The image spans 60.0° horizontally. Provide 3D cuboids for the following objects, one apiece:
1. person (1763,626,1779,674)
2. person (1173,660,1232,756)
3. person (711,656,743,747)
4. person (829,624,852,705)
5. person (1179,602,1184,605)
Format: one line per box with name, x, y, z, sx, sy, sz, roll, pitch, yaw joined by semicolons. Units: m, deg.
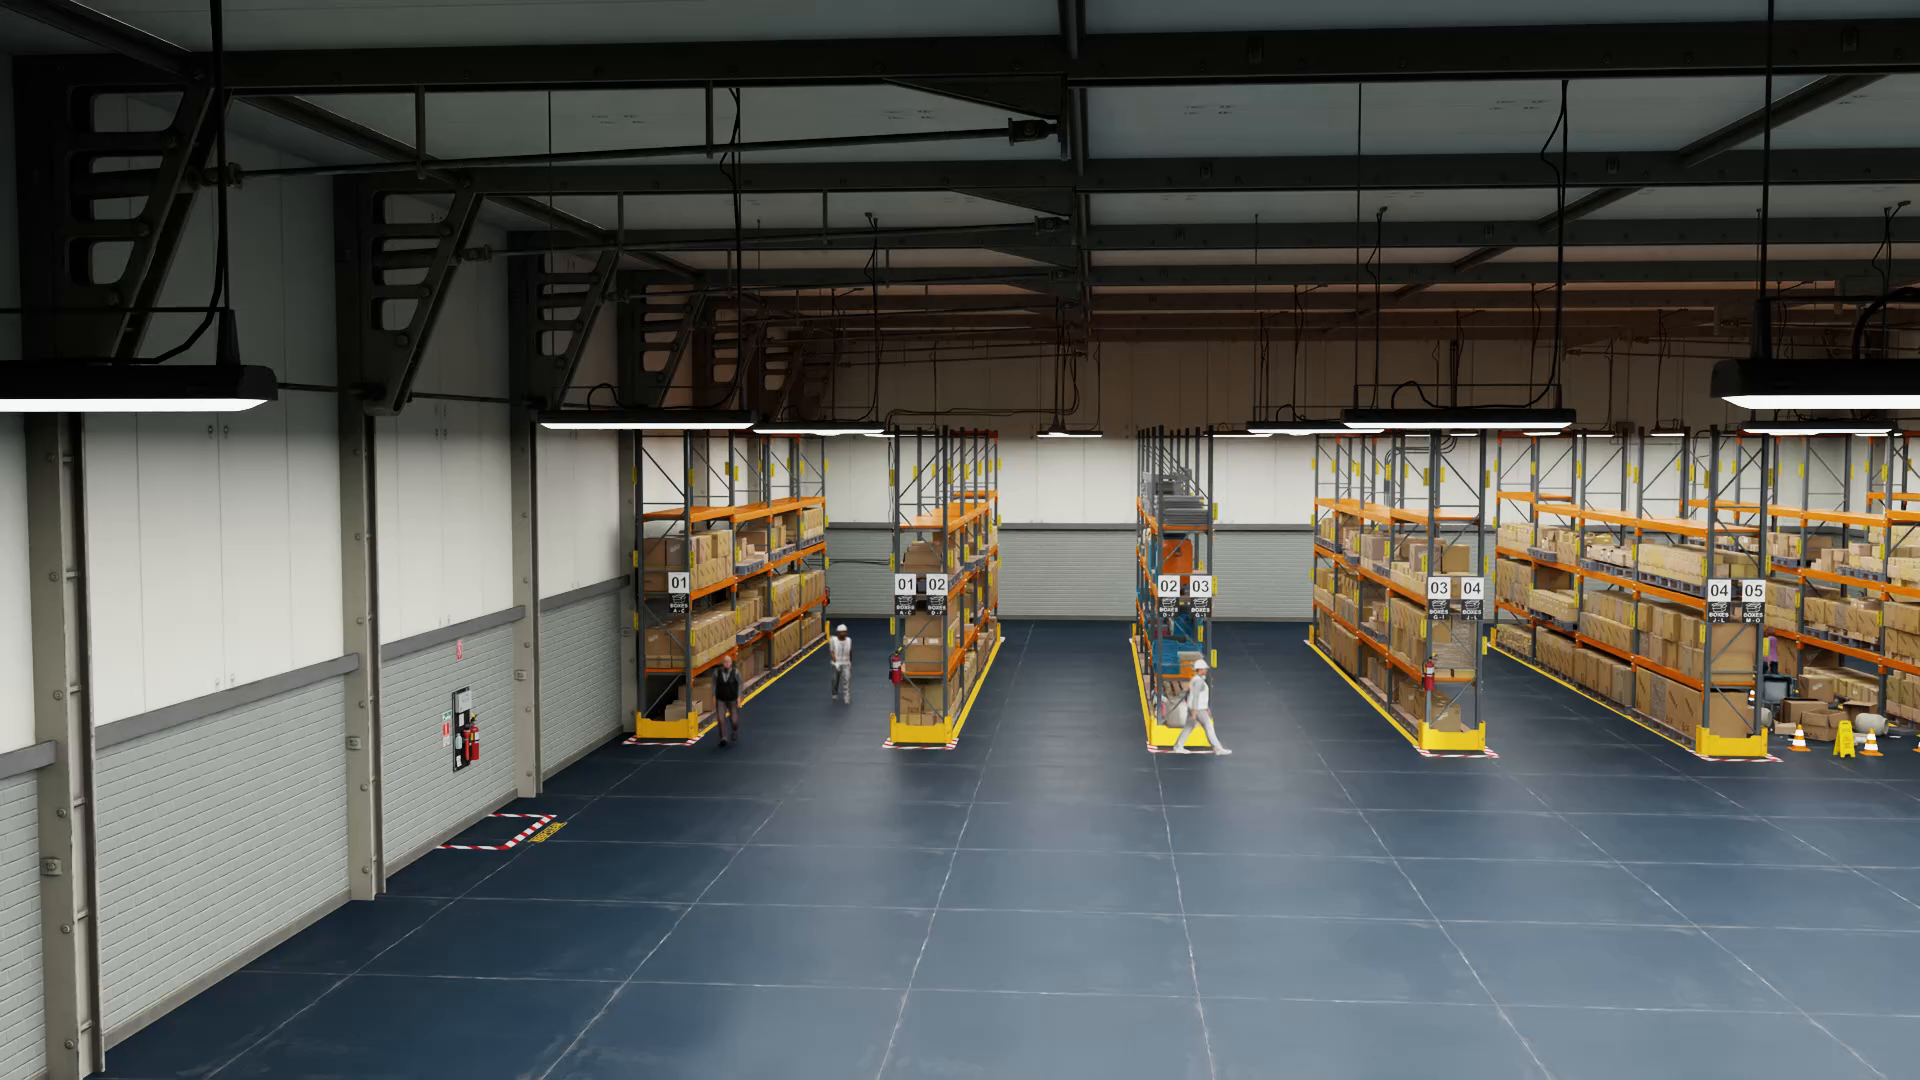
person;17.997;2.726;36.872;0.409;1.612;0.595;-1;3;-11
person;4.376;3.029;30.117;1.006;1.712;0.570;0;3;-6
person;-4.375;3.002;31.275;0.601;1.704;0.611;0;3;-4
person;-2.559;2.691;36.013;0.531;1.711;1.095;-1;4;-14
person;6.604;1.872;49.565;1.092;1.738;0.493;1;4;17
